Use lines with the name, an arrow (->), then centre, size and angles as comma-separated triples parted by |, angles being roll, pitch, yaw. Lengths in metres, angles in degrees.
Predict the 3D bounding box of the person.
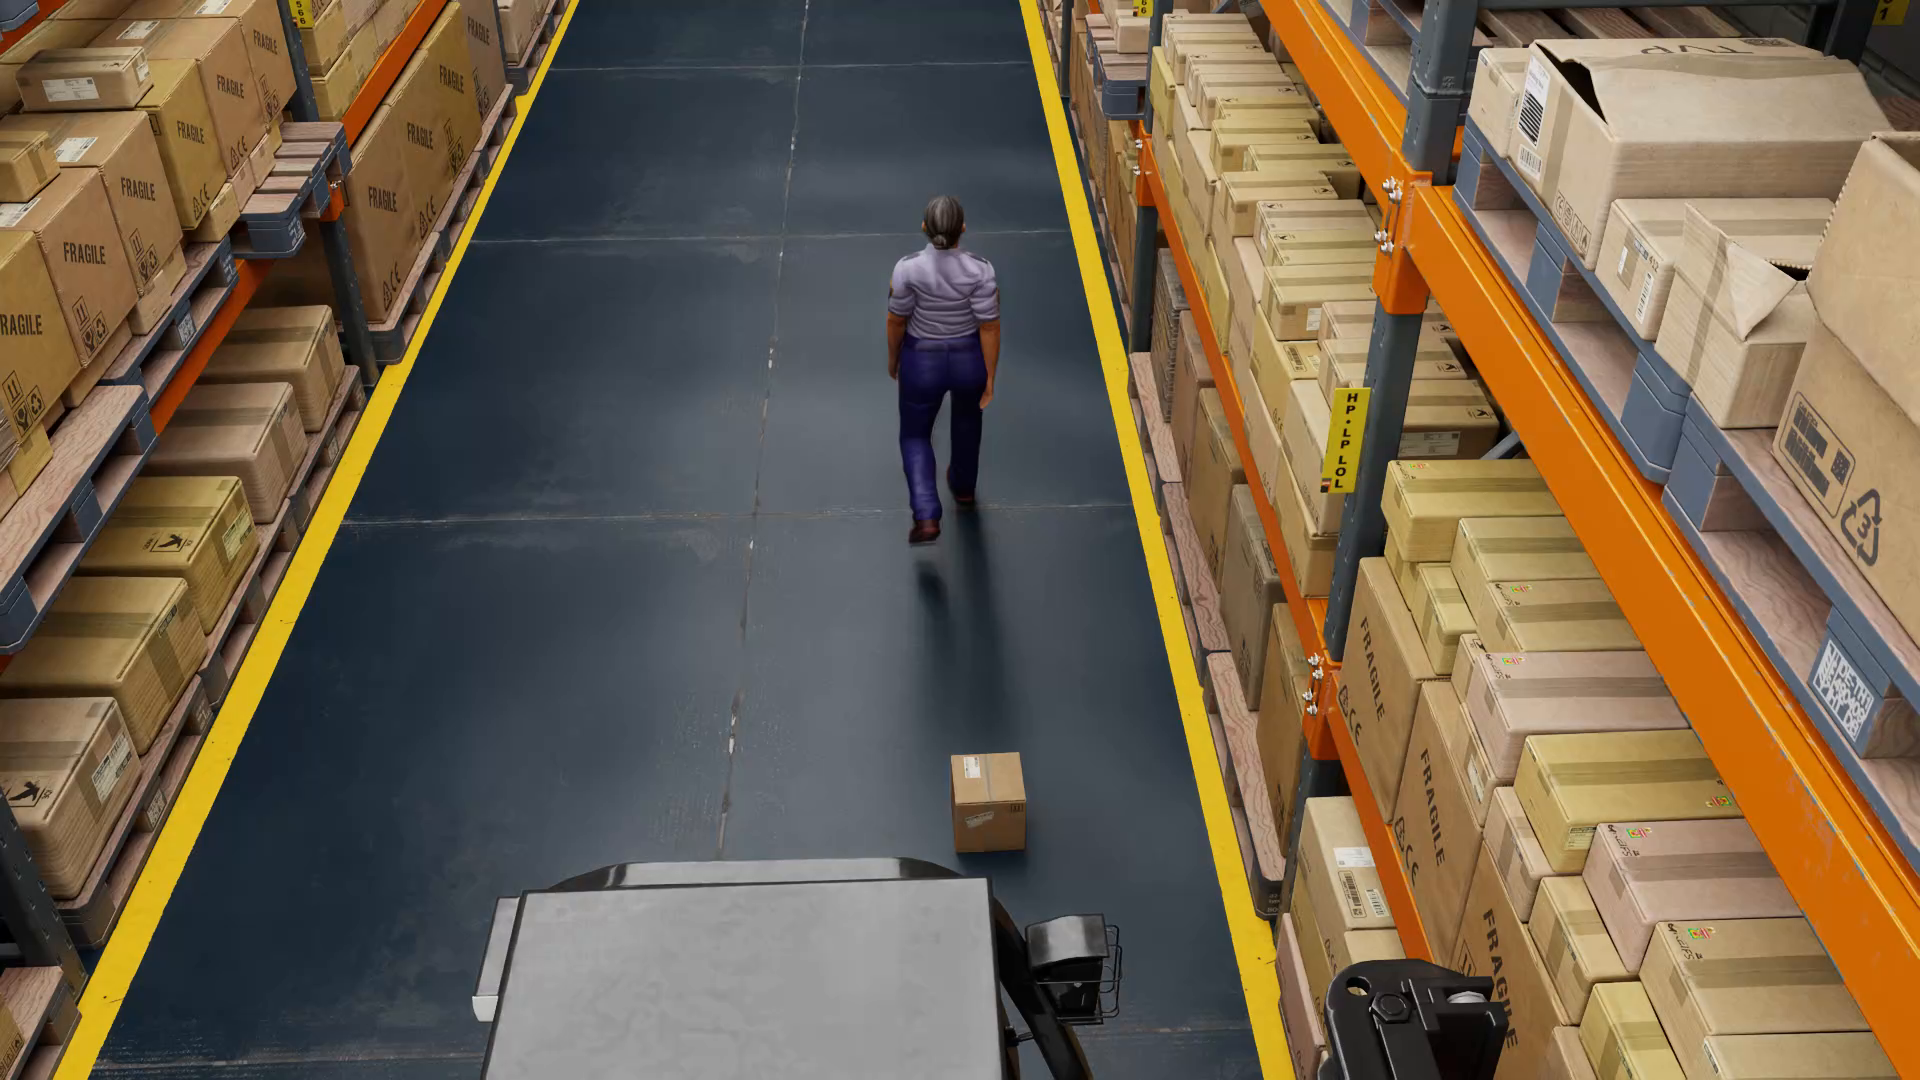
person -> -0.072, -0.748, 7.194 | 0.480, 1.608, 0.836 | -3, 36, -4
